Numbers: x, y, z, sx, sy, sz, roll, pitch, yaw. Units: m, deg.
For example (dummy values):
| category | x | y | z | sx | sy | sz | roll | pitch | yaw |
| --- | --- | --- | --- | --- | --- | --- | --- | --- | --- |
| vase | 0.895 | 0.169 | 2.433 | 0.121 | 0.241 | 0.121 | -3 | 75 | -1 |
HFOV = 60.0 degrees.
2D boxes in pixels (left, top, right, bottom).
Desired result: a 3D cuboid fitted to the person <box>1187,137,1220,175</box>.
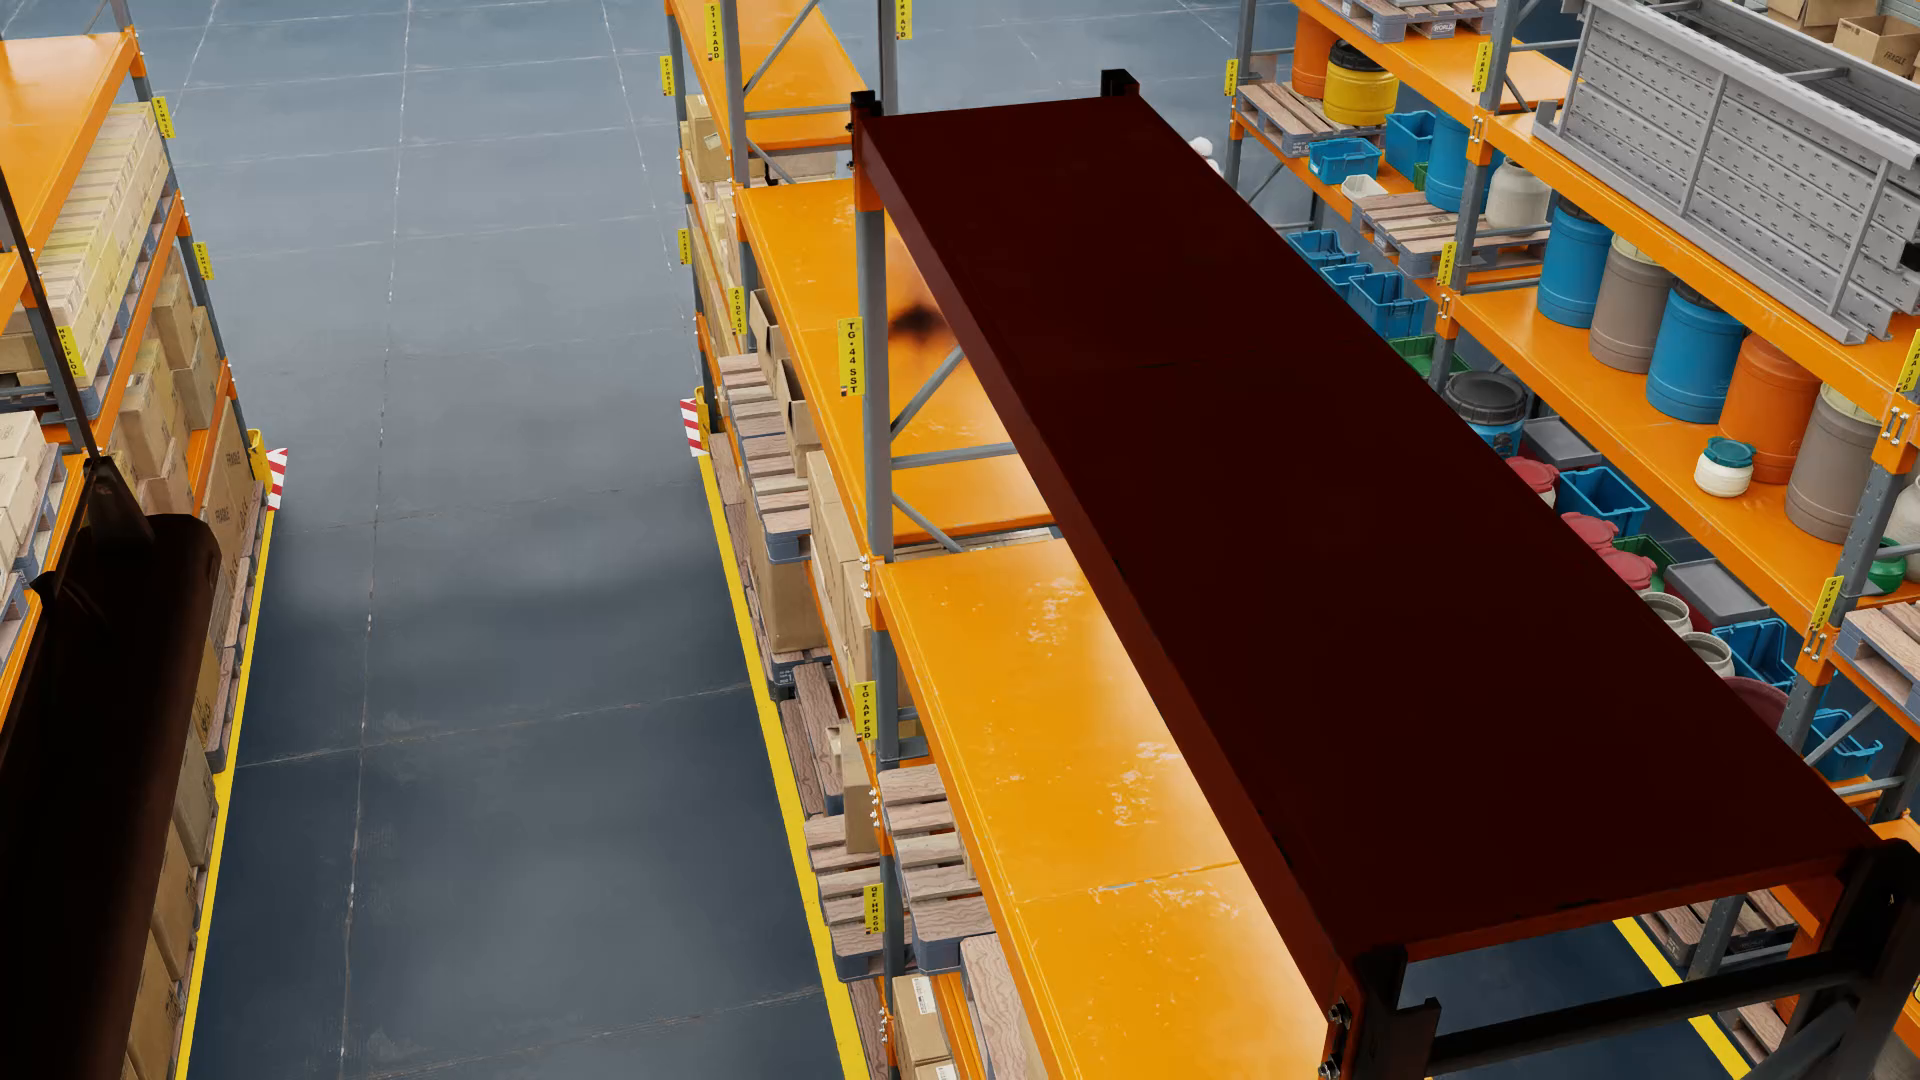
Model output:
| category | x | y | z | sx | sy | sz | roll | pitch | yaw |
| --- | --- | --- | --- | --- | --- | --- | --- | --- | --- |
| person | 2.511 | -3.359 | 17.444 | 0.838 | 1.775 | 0.725 | 17 | 38 | 23 |
